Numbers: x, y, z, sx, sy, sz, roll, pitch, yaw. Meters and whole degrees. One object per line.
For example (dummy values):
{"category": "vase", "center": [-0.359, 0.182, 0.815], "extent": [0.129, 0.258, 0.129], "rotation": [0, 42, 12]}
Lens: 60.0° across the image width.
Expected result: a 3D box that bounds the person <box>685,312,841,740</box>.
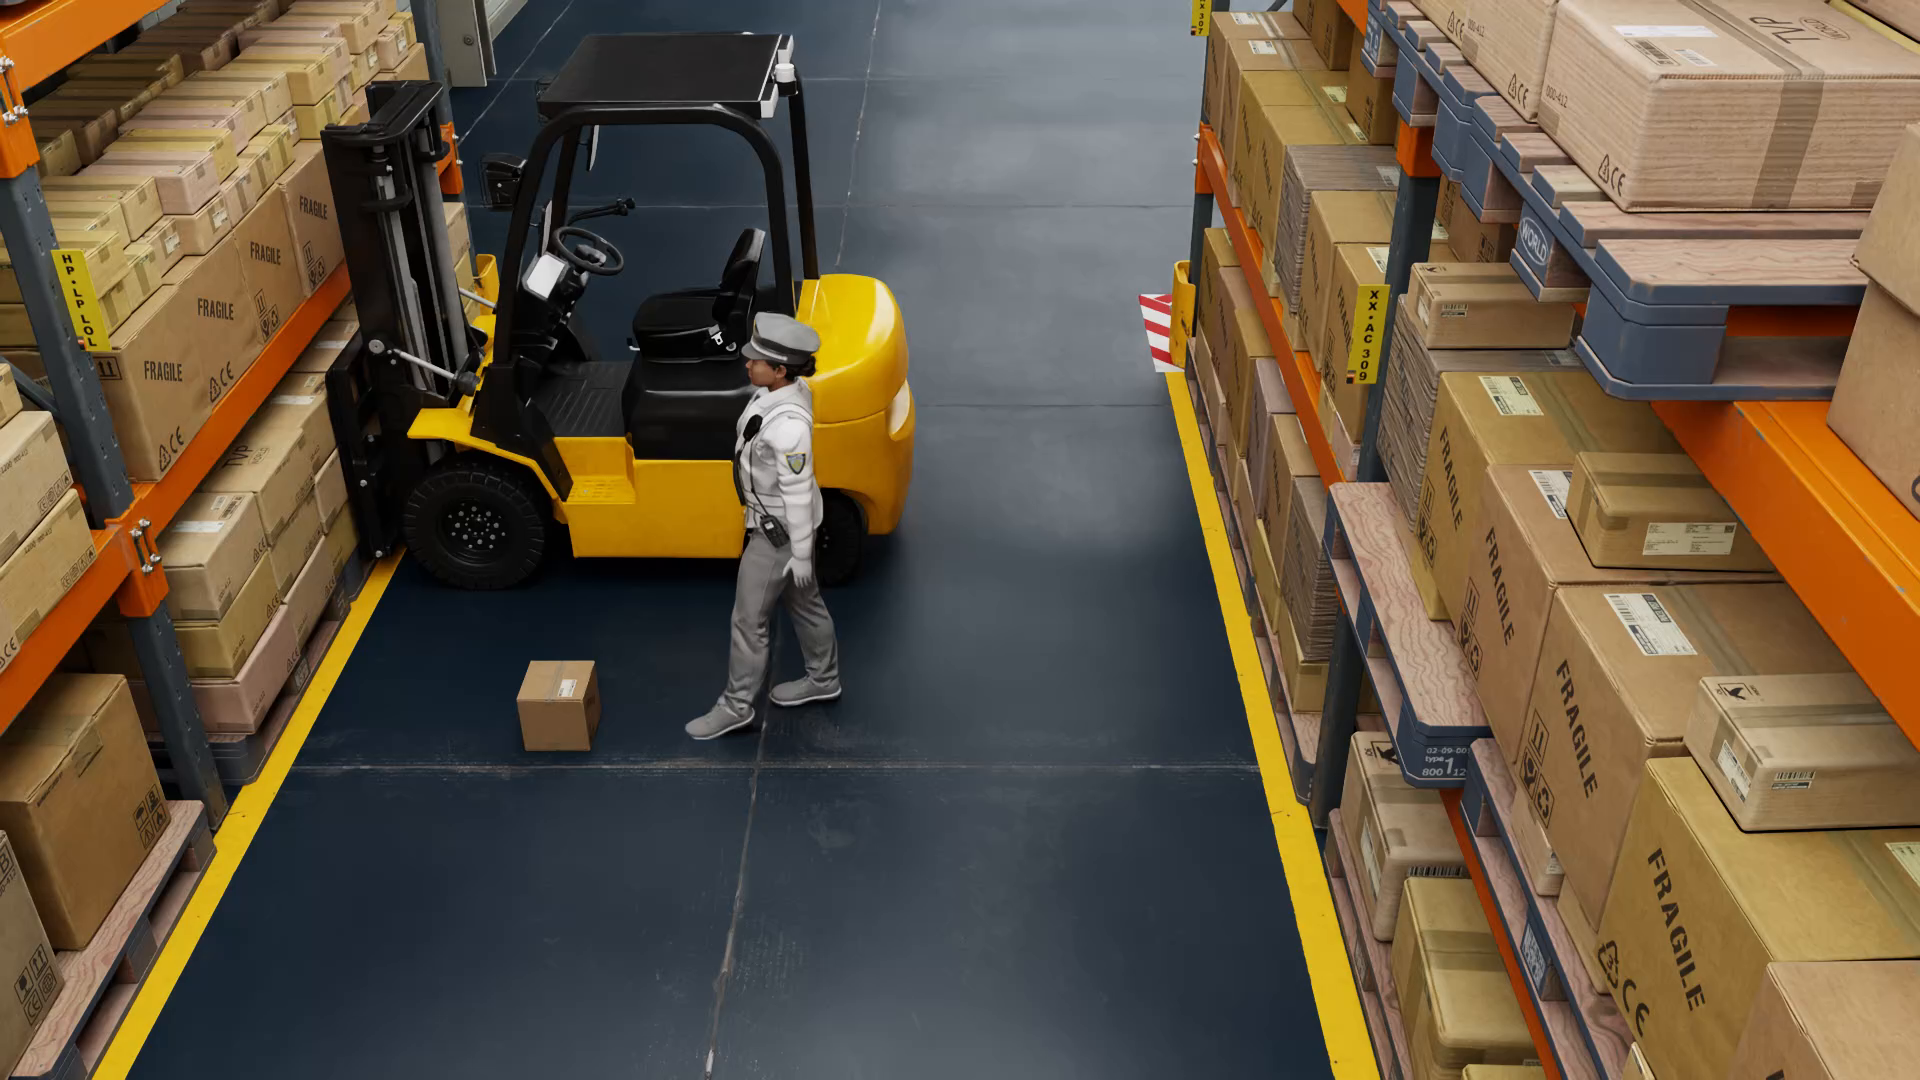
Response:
{"category": "person", "center": [-0.779, -0.049, 6.198], "extent": [0.615, 1.713, 0.500], "rotation": [-2, 32, -3]}
